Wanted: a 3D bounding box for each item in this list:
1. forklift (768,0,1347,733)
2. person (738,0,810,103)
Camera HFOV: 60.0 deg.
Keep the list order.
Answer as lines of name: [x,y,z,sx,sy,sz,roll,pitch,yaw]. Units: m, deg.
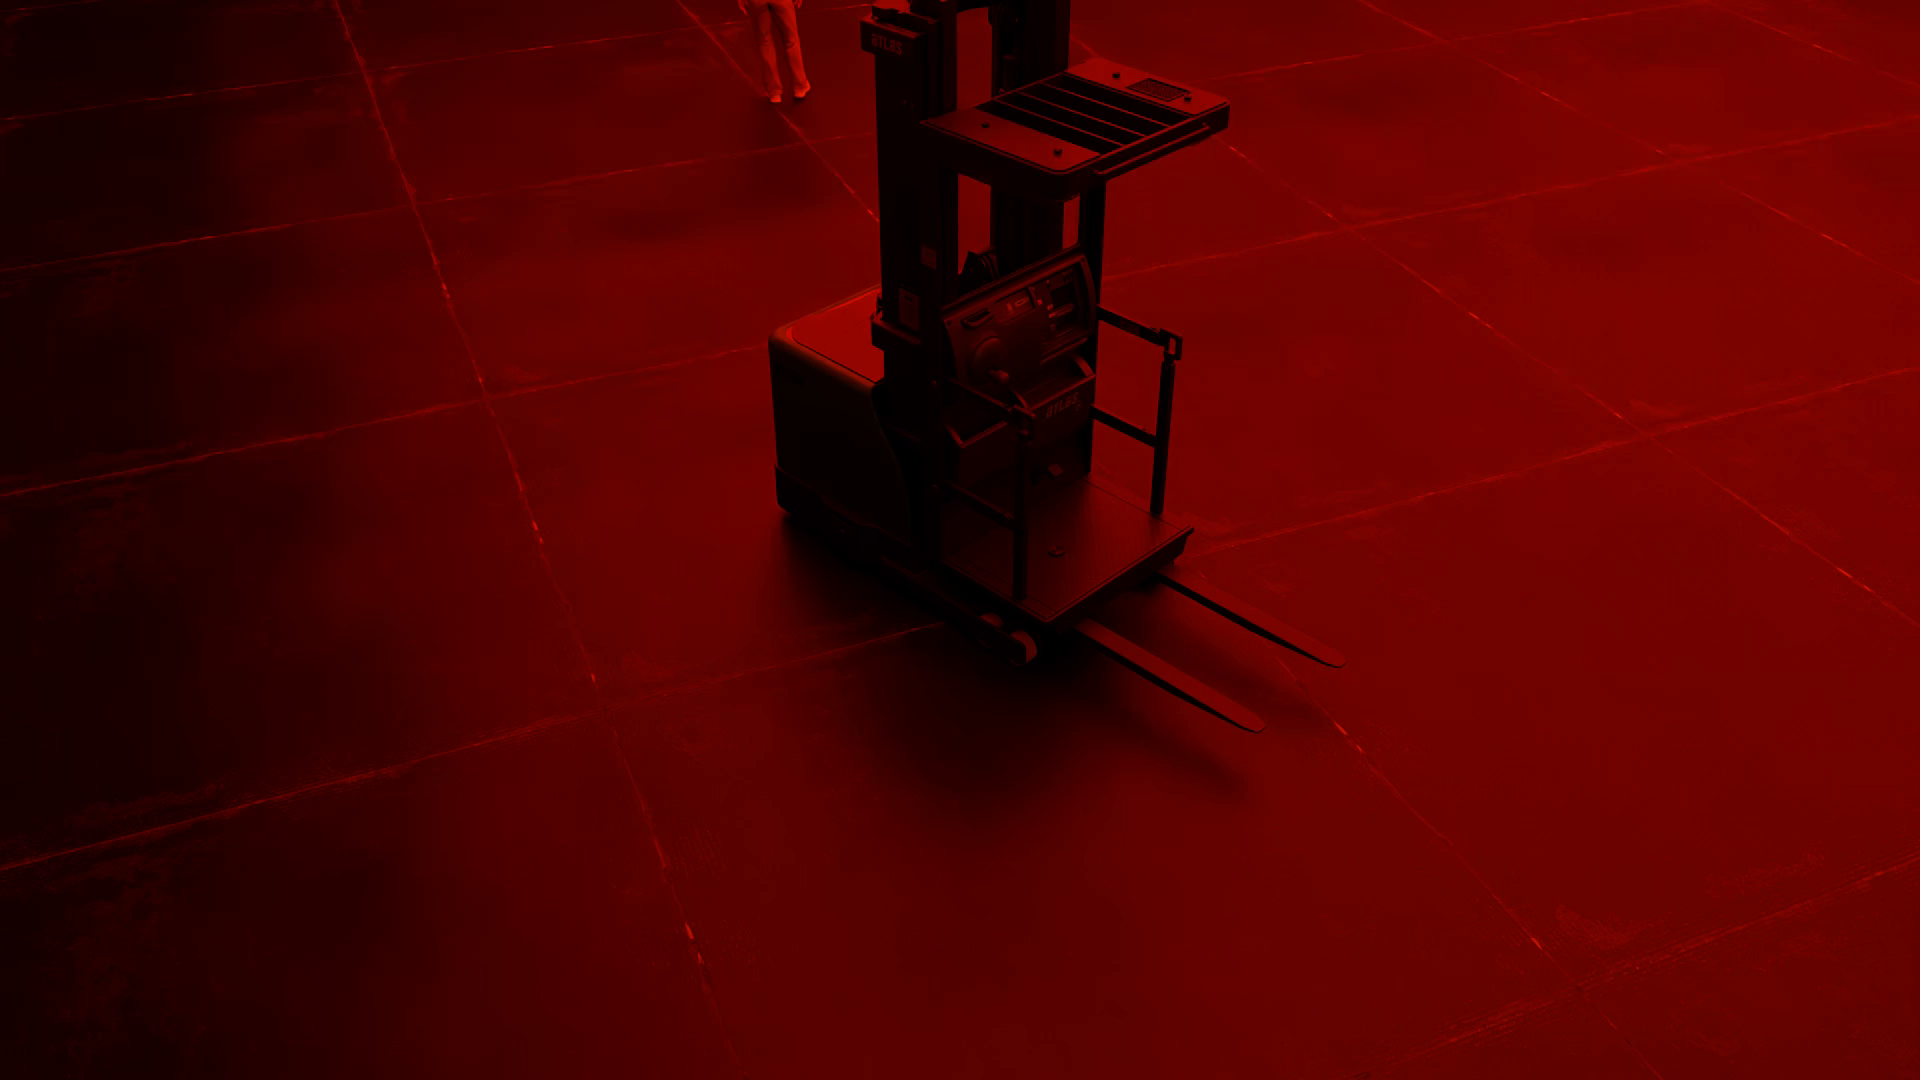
forklift: [0.432,-0.946,7.429,3.031,2.935,1.130,30,45,35]
person: [-1.512,-4.336,13.270,0.545,1.676,0.546,-2,35,-3]
